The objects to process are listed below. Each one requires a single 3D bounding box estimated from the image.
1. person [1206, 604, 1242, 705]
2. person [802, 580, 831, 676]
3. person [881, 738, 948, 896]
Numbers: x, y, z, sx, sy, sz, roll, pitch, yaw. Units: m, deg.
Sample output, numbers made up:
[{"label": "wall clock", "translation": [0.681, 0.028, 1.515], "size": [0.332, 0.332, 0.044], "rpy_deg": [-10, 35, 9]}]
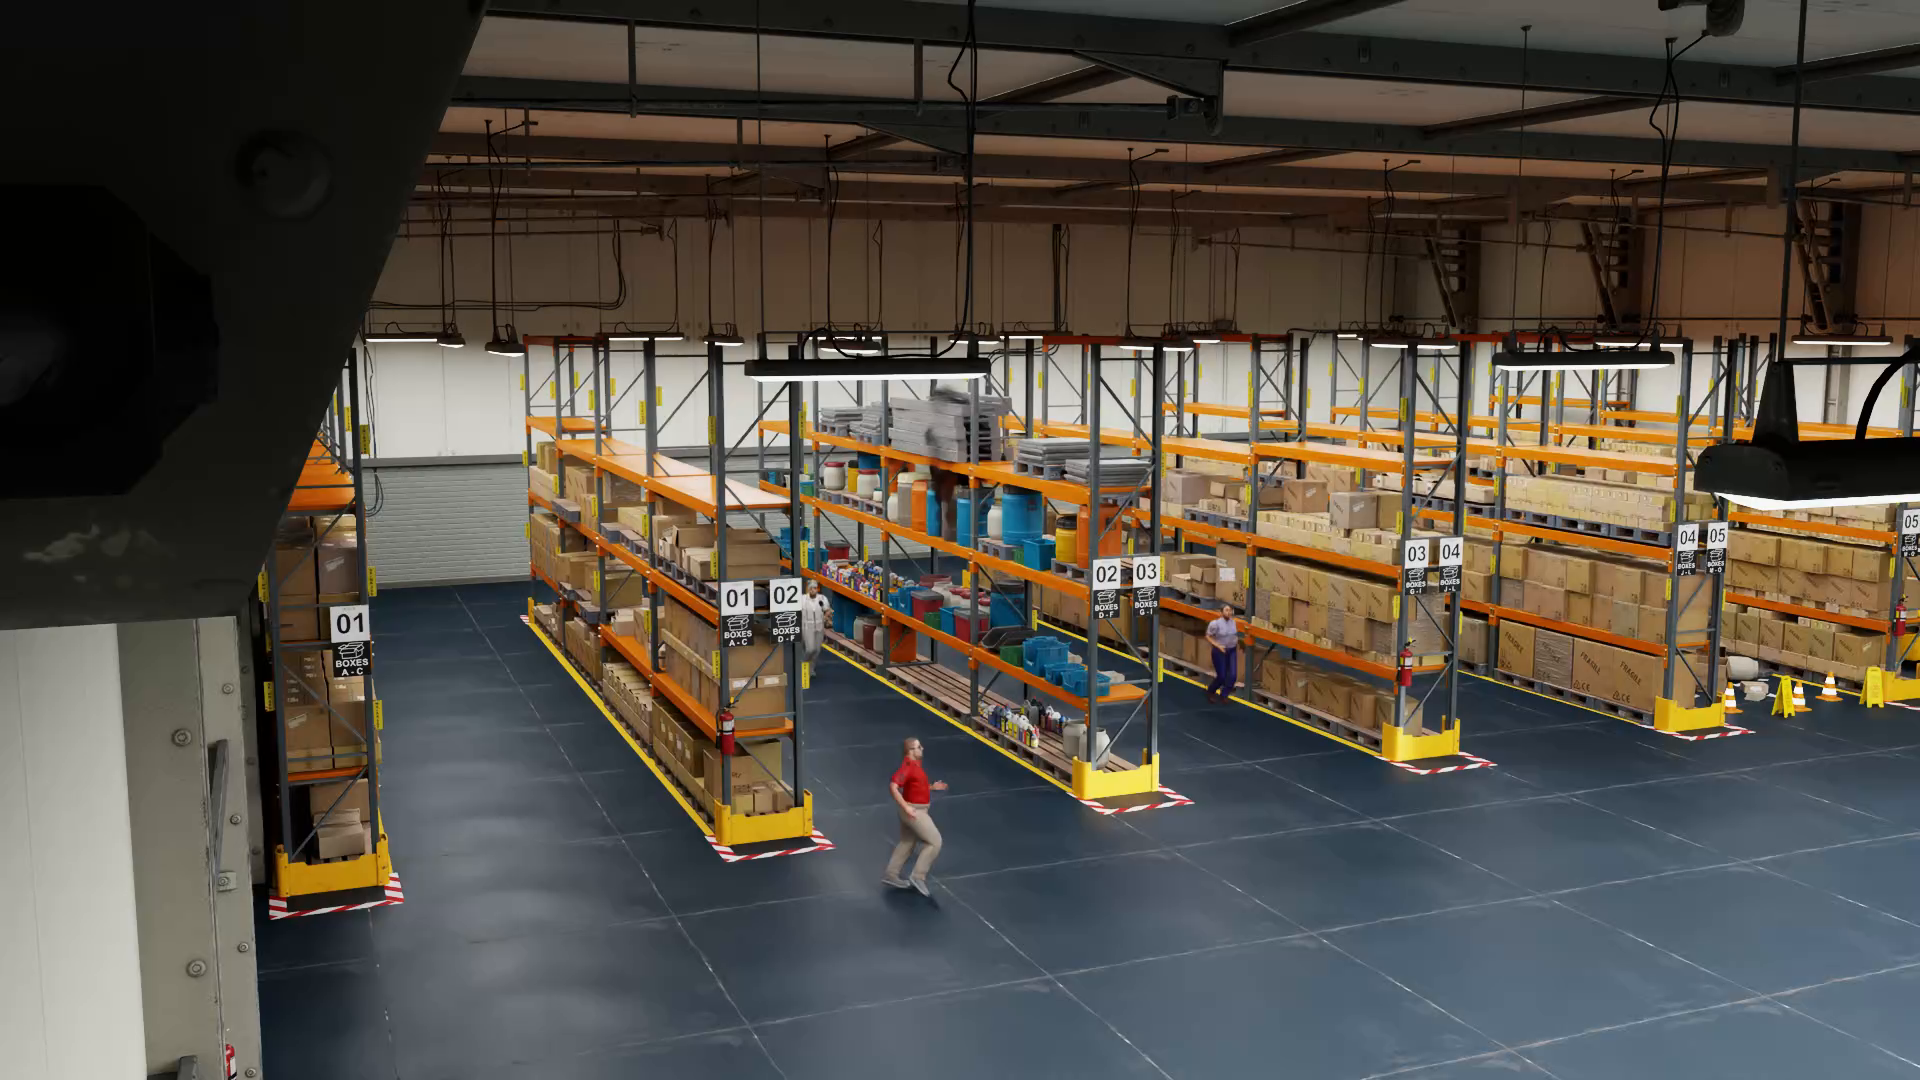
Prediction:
[{"label": "person", "translation": [4.155, 1.801, 26.191], "size": [0.595, 1.620, 0.519], "rpy_deg": [-4, 8, -26]}, {"label": "person", "translation": [-2.568, 1.579, 29.306], "size": [0.633, 1.798, 0.692], "rpy_deg": [-3, 8, -19]}, {"label": "person", "translation": [-0.499, 3.058, 18.384], "size": [0.742, 1.773, 0.638], "rpy_deg": [-1, 8, -7]}]
